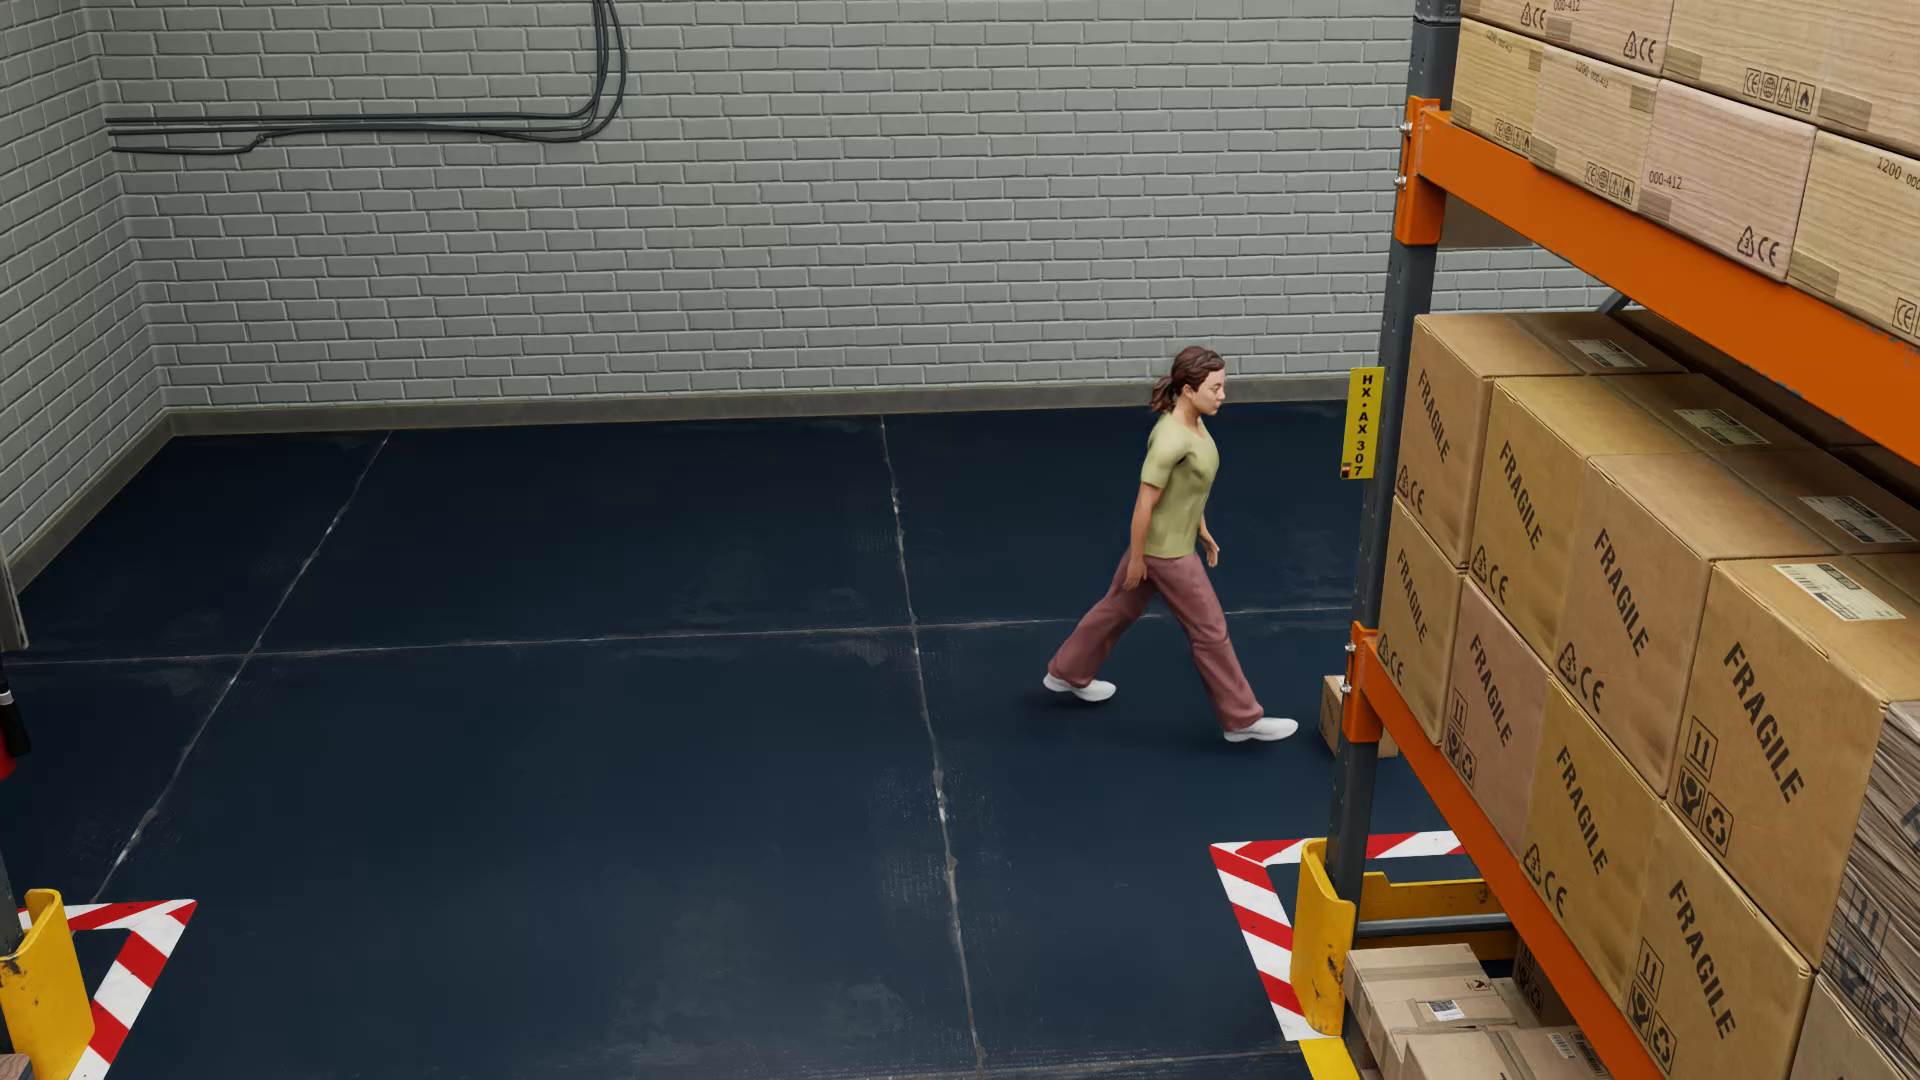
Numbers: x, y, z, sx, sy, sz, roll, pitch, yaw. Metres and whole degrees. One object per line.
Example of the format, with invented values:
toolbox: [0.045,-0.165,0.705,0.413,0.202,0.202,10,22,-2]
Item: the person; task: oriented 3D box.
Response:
person: [0.856,0.012,6.580,1.066,1.610,0.461,5,24,10]
